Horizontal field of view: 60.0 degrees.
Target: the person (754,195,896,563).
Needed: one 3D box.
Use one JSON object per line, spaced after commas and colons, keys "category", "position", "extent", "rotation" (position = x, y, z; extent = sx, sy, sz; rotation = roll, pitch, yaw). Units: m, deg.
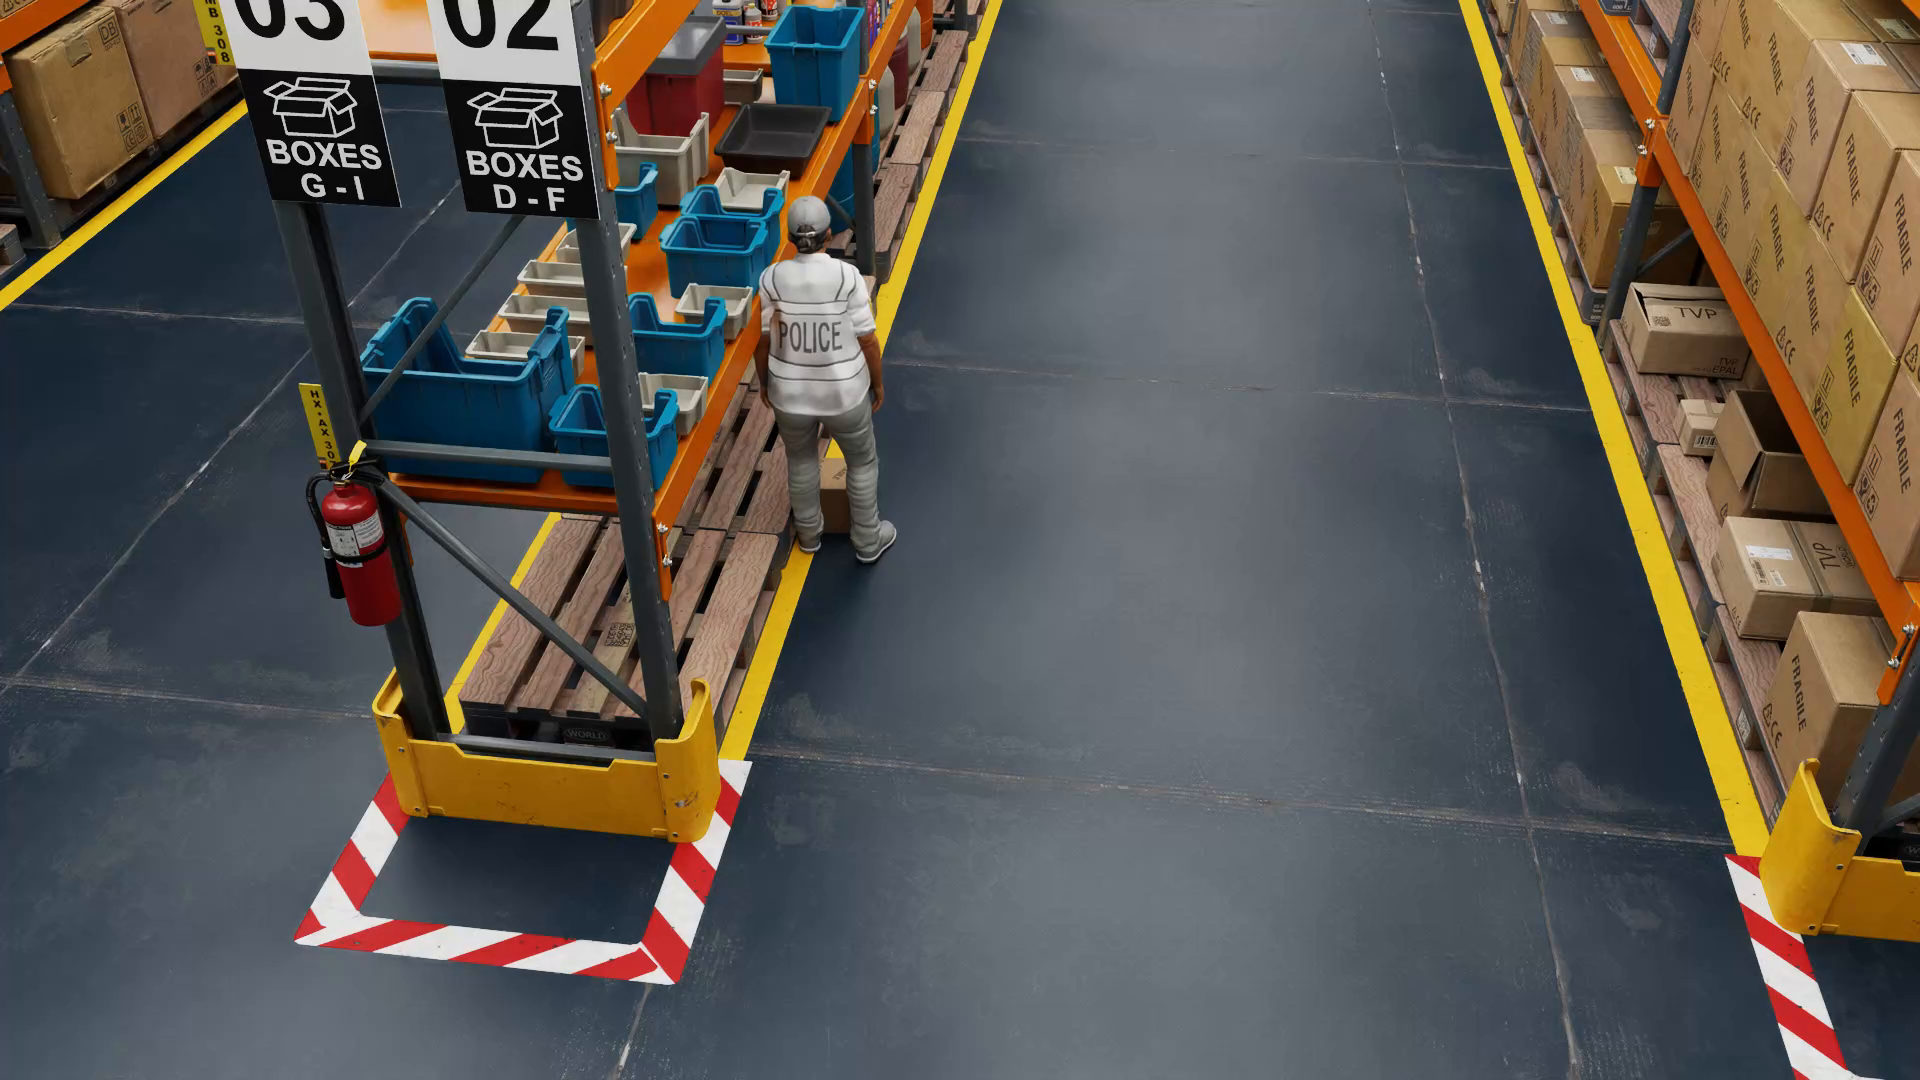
{"category": "person", "position": [-0.575, -0.645, 7.019], "extent": [0.560, 1.667, 0.466], "rotation": [3, 36, 3]}
